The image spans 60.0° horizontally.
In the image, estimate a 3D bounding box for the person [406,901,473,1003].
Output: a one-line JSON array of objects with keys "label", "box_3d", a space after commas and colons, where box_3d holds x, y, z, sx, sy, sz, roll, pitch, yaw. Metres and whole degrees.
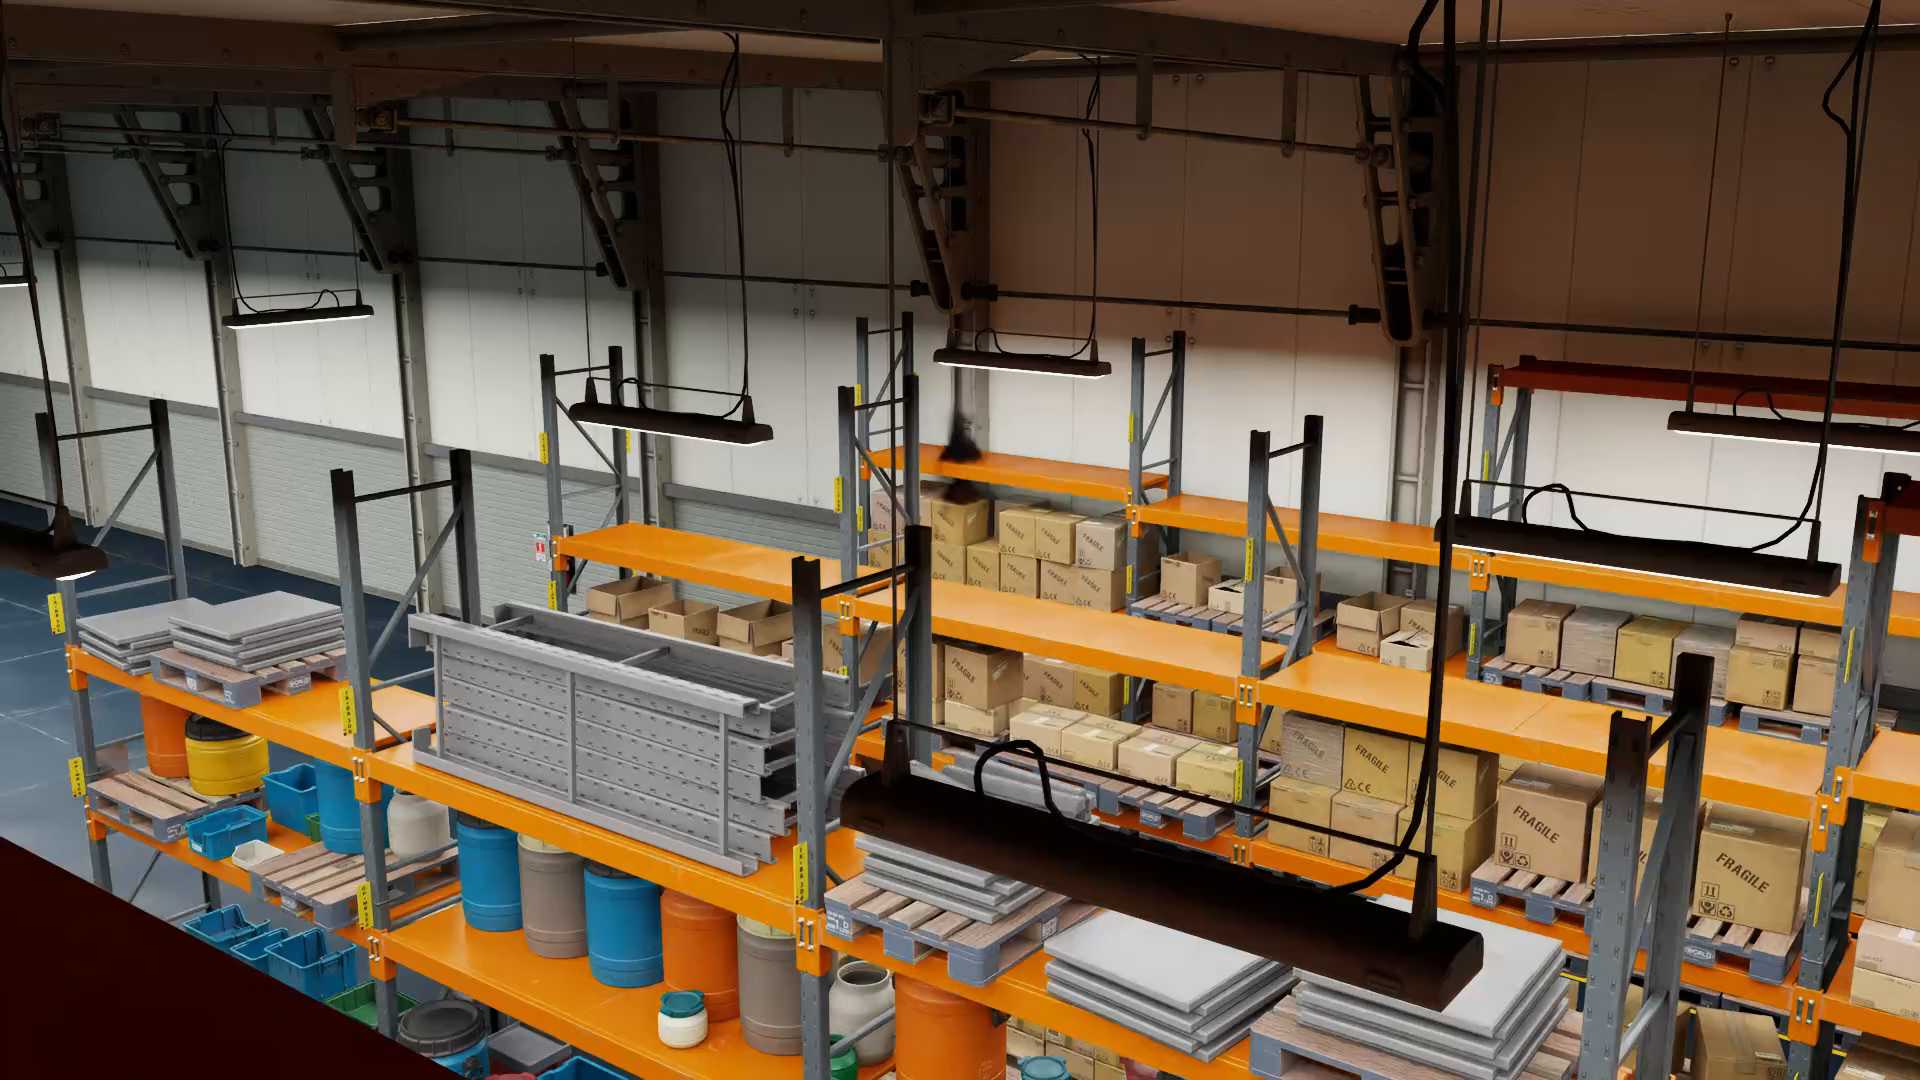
[{"label": "person", "box_3d": [-4.944, 3.633, 15.723, 0.783, 1.723, 0.787, 8, 16, 33]}]
